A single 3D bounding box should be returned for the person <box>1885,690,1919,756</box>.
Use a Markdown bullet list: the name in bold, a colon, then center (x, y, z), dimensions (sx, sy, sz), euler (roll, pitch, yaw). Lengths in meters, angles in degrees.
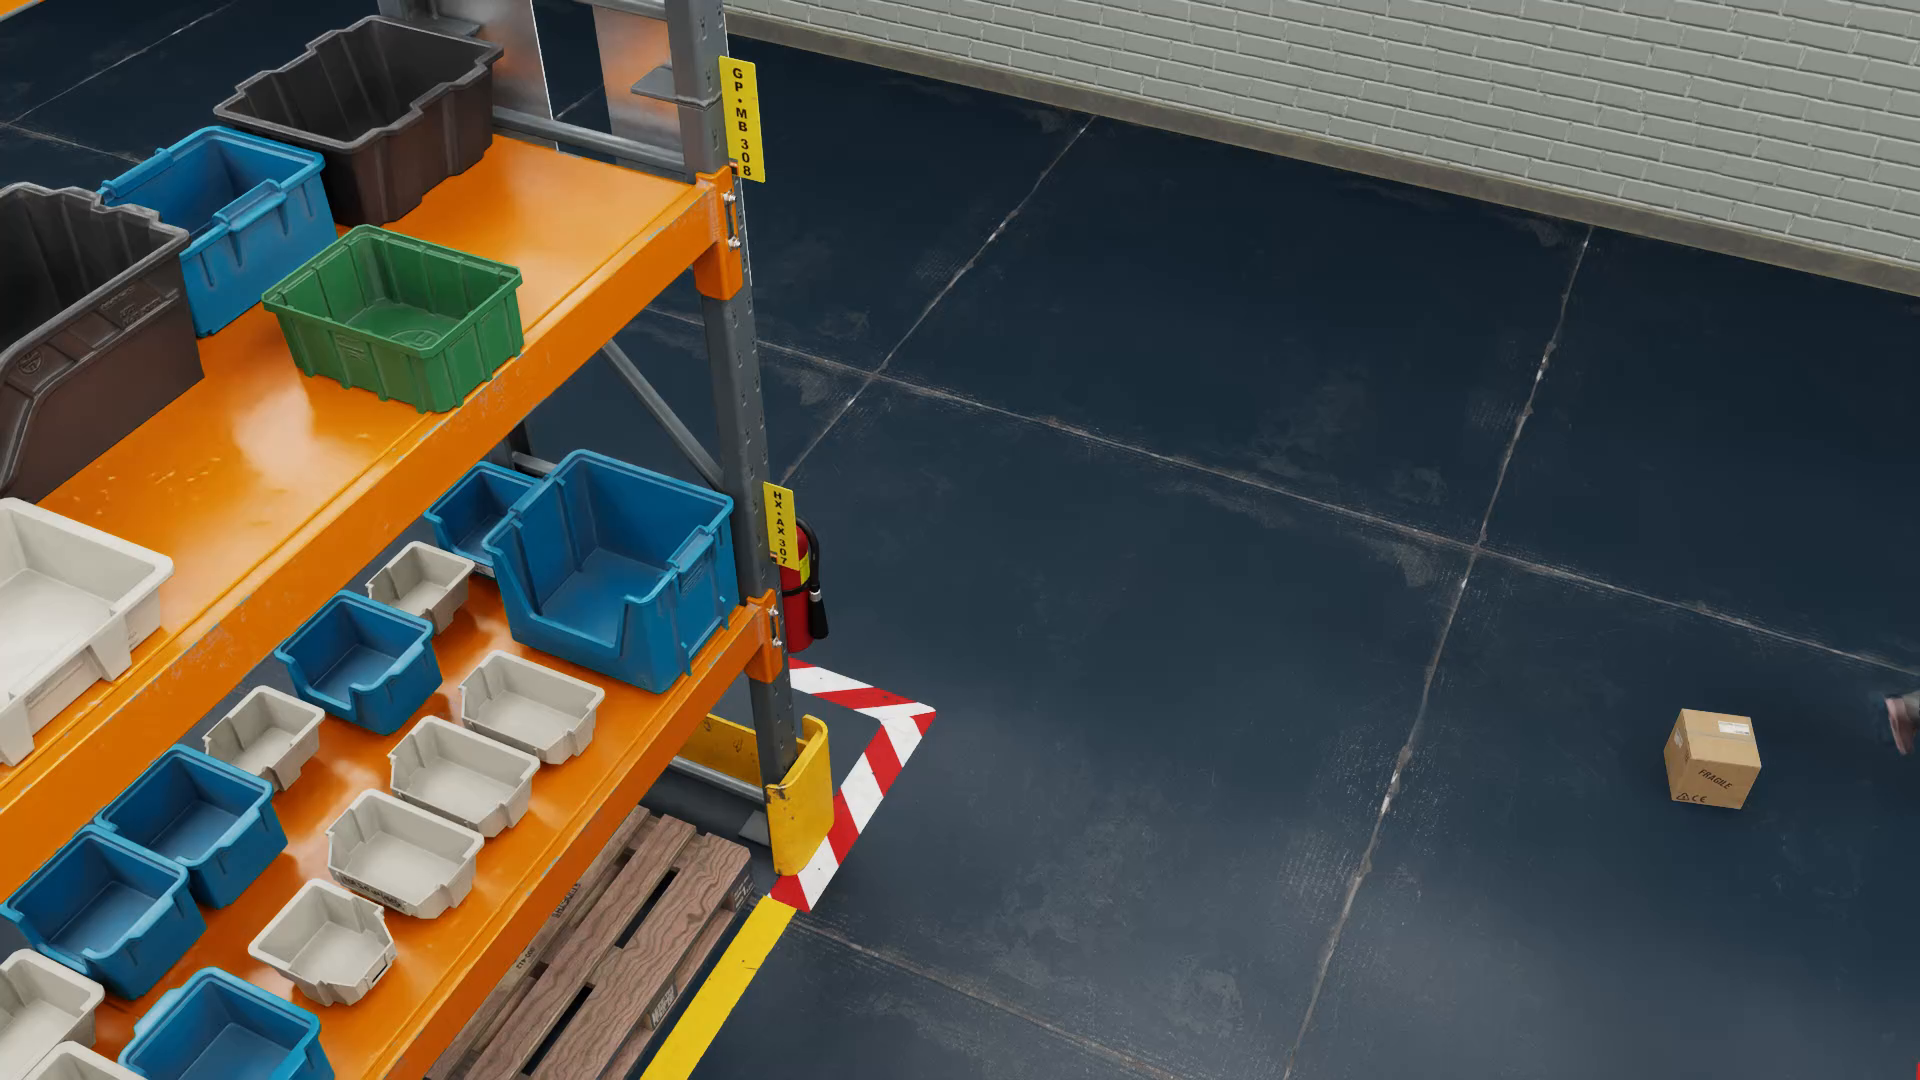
- **person**: center (3.693, 0.335, 5.785), dimensions (0.505, 1.606, 0.461), euler (14, 44, 15)
